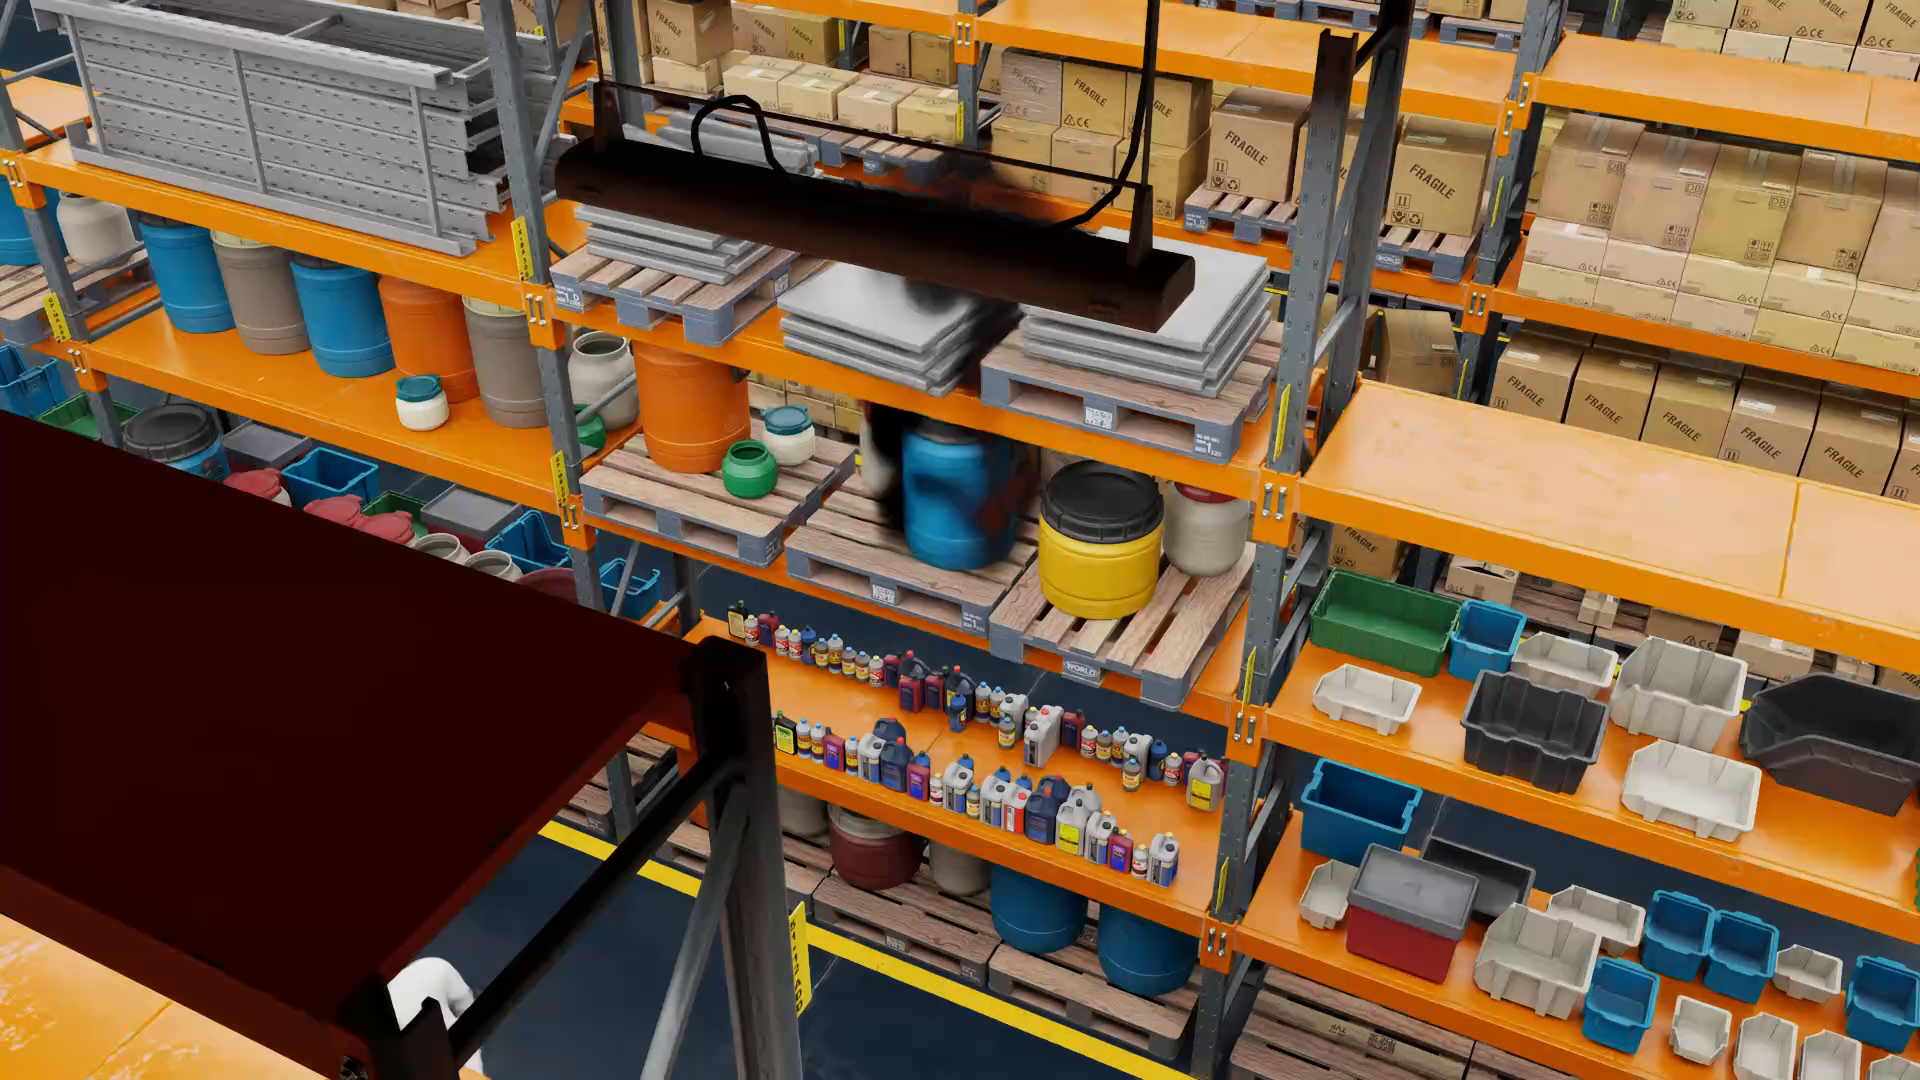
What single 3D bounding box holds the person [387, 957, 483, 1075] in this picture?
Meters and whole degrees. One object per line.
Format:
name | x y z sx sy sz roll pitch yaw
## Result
person | -2.609 2.661 8.178 0.781 1.631 0.728 21 40 27
